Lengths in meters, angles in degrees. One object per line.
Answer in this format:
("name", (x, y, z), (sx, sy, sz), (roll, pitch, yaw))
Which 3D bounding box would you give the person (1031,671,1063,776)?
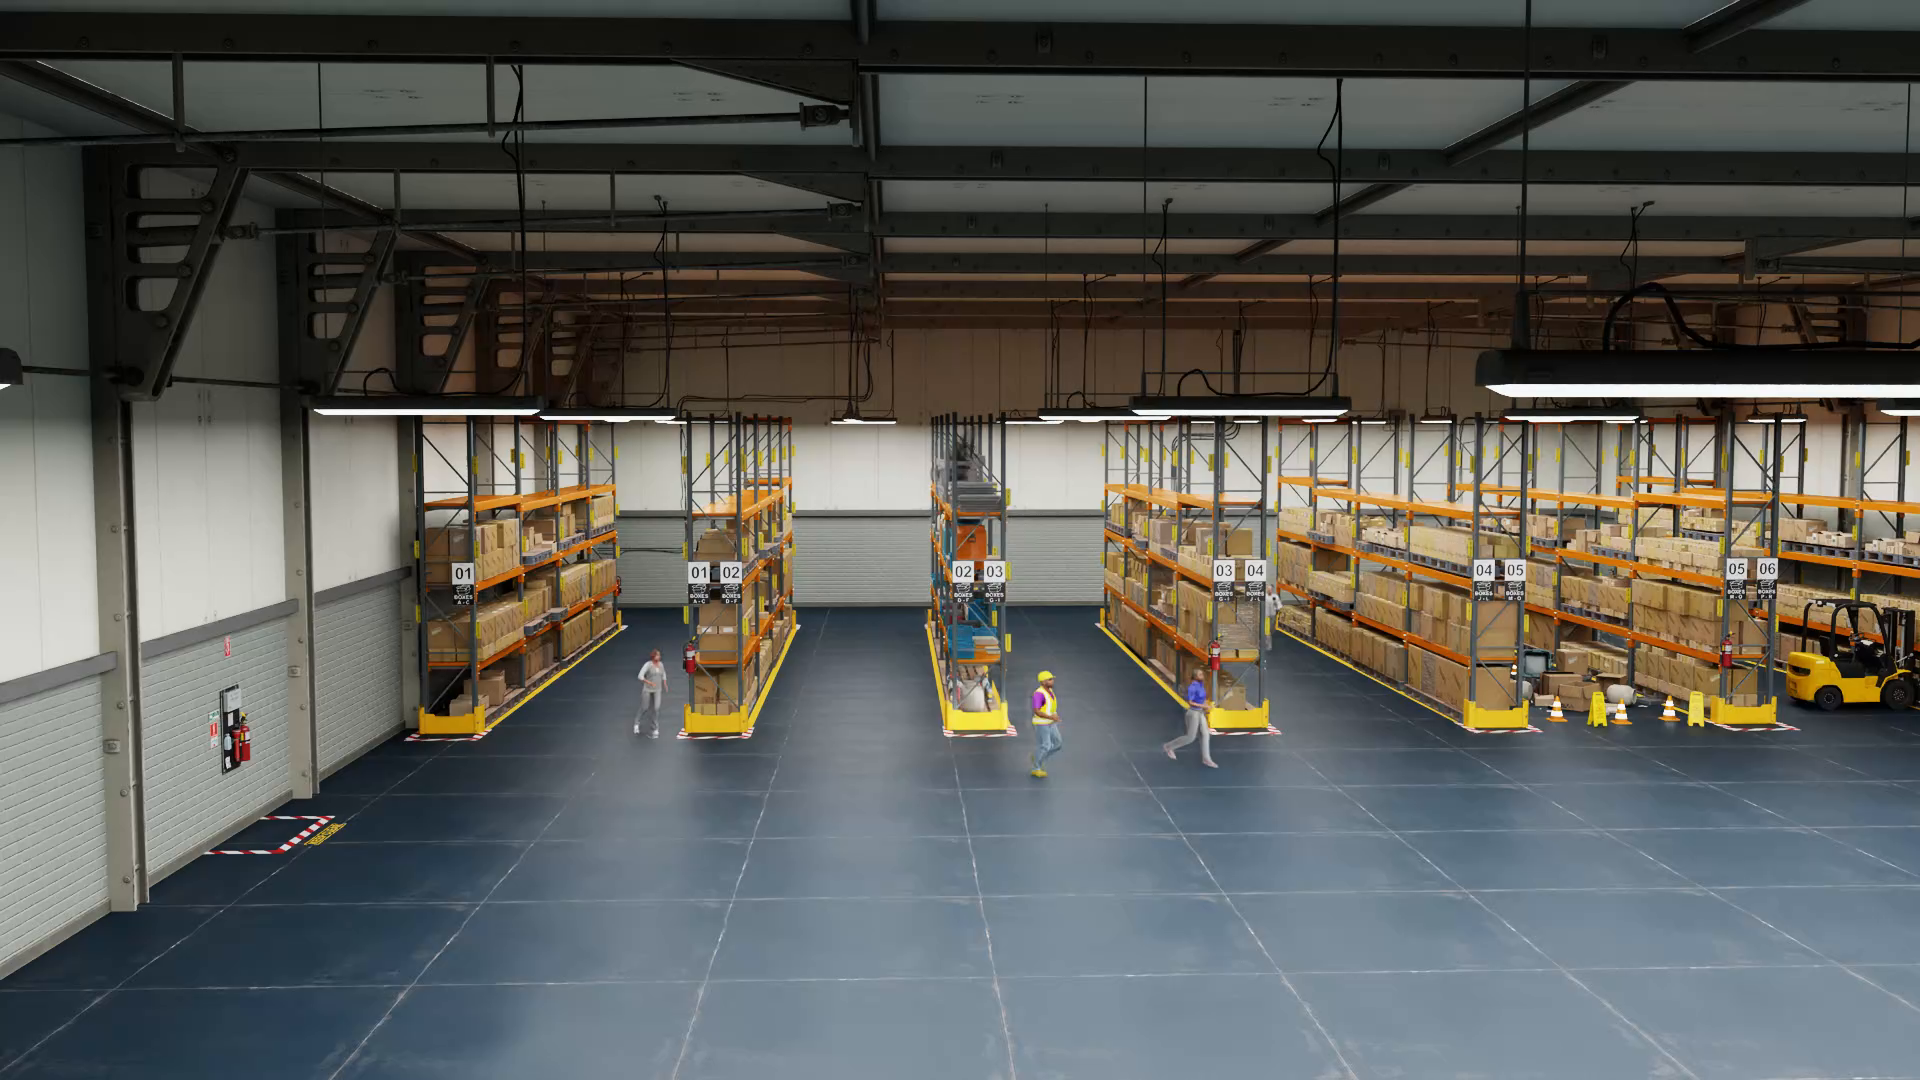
("person", (1.442, 2.998, 27.211), (0.591, 1.724, 0.731), (2, 4, 27))

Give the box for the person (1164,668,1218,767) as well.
("person", (3.938, 2.992, 28.153), (0.908, 1.663, 0.588), (2, 4, 29))

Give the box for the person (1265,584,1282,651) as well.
("person", (8.013, 1.965, 42.935), (0.607, 1.705, 0.810), (0, 4, 6))

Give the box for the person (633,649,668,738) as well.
("person", (-5.661, 2.813, 30.778), (0.598, 1.584, 0.829), (-3, 5, -34))
